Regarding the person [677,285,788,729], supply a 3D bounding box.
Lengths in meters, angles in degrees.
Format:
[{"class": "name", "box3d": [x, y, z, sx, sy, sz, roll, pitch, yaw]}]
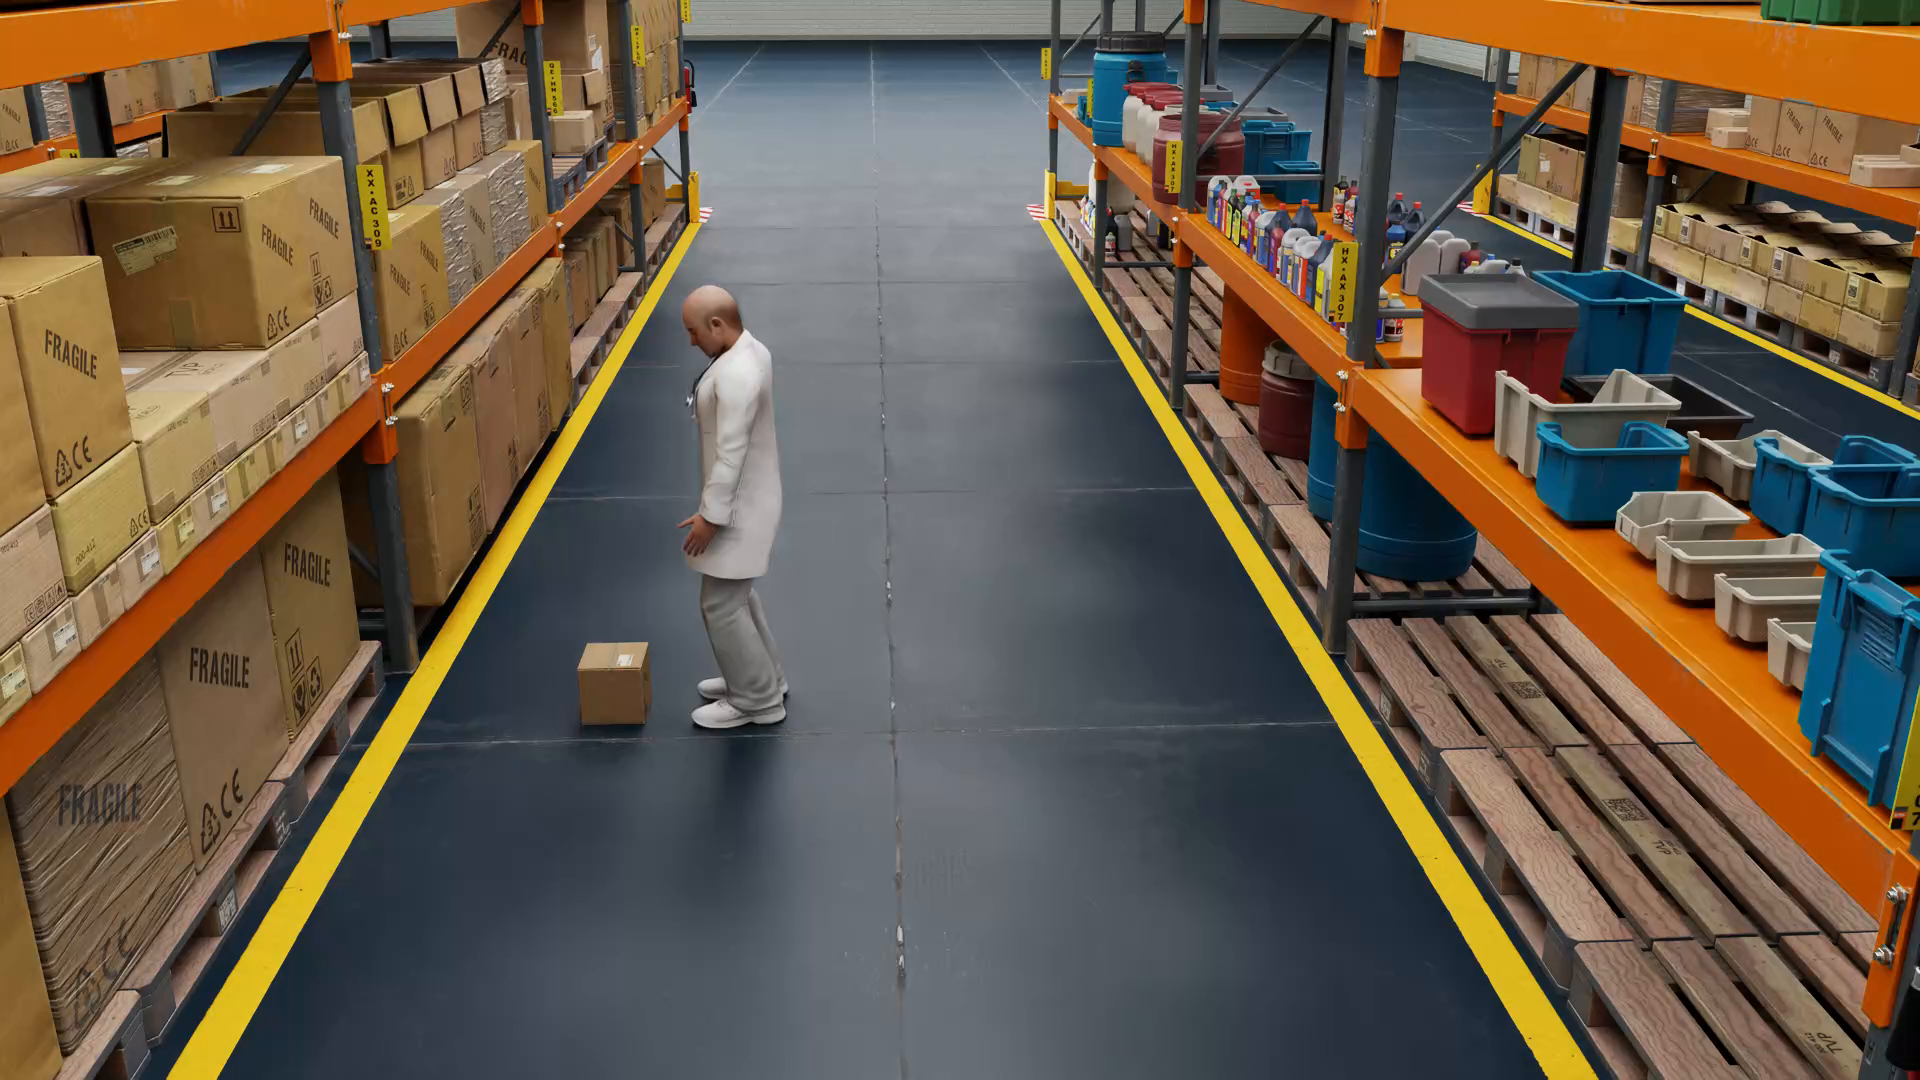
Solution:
[{"class": "person", "box3d": [-0.892, -0.121, 6.475, 0.389, 1.758, 0.575, -1, 20, -2]}]
